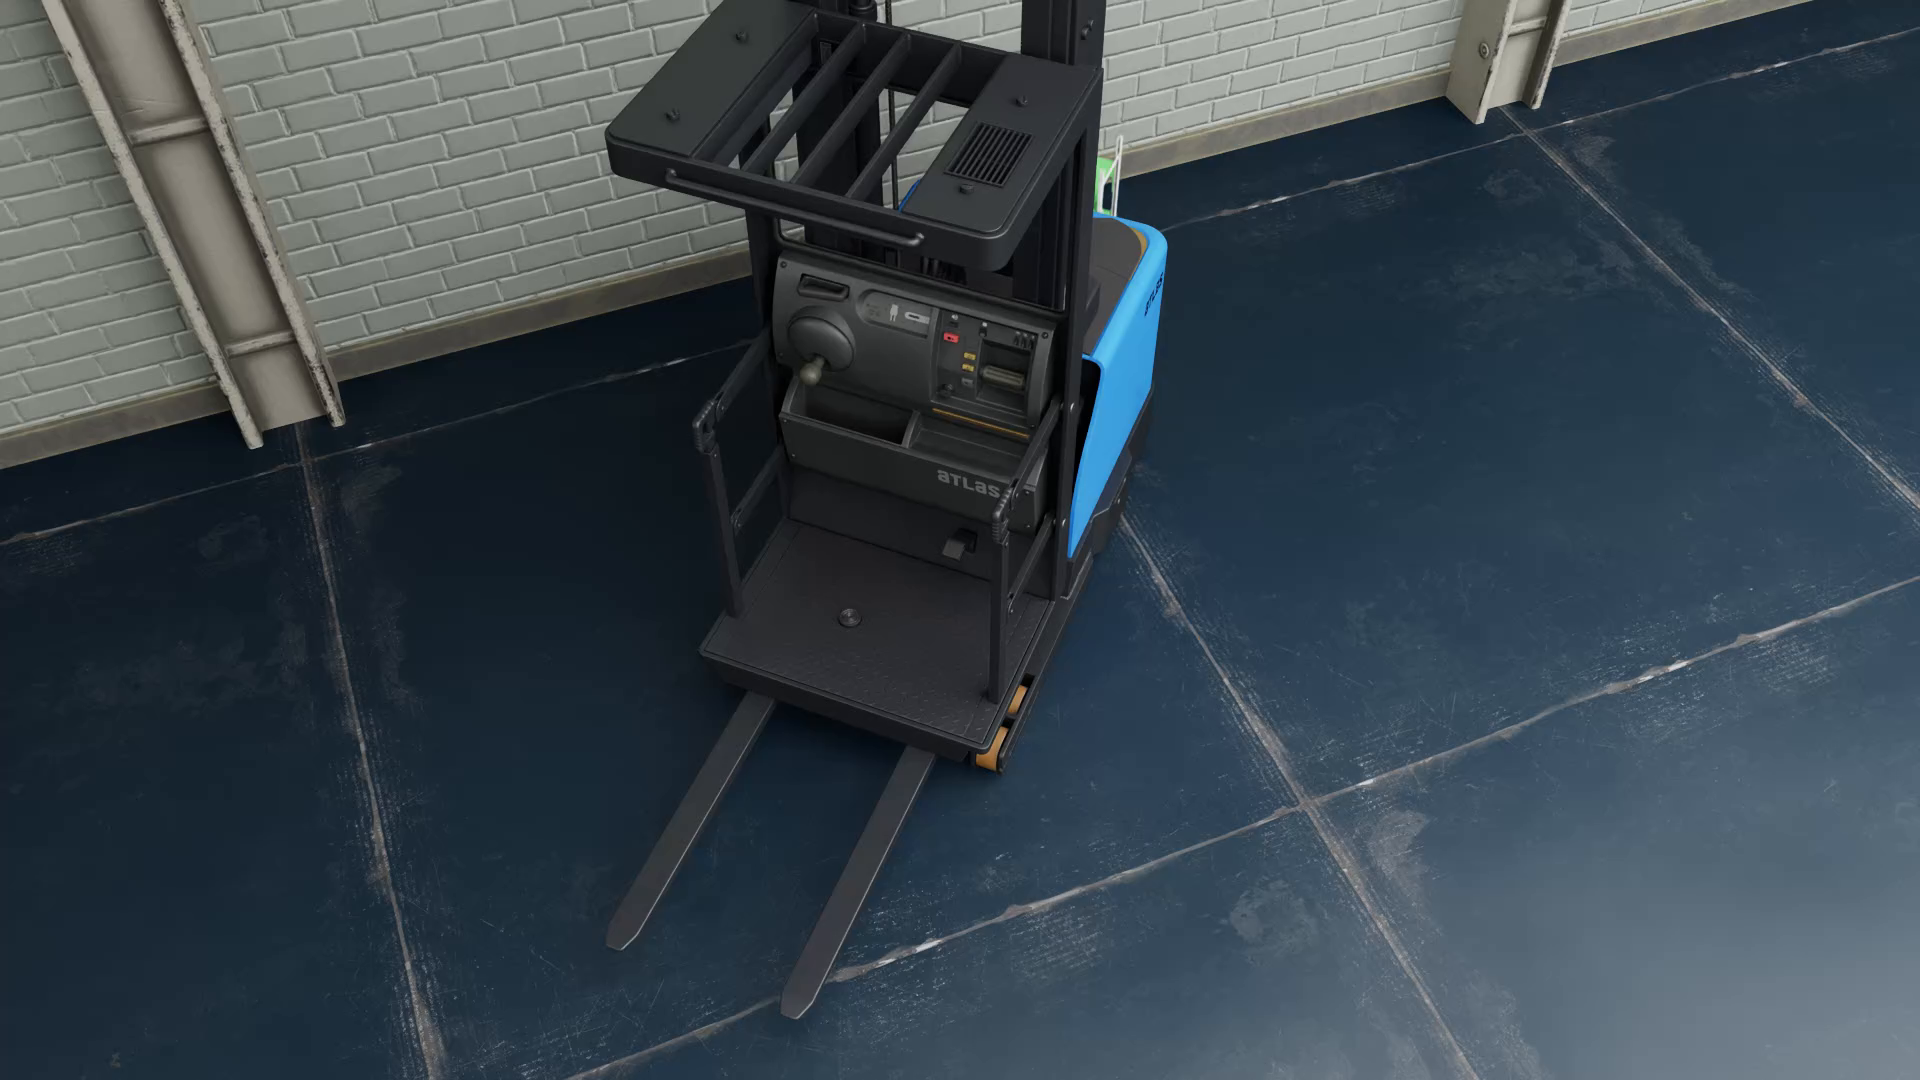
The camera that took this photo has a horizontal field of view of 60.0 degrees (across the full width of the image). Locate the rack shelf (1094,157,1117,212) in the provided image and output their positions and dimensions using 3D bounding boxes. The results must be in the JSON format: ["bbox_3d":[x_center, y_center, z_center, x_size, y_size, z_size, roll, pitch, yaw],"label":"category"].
[{"bbox_3d":[0.342,-1.402,6.455,0.480,0.148,0.258,17,51,14],"label":"rack shelf"}]

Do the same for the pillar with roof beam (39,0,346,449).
[{"bbox_3d":[-1.202,-0.449,1.045,0.400,9.000,9.100,-17,52,-14],"label":"pillar with roof beam"}]

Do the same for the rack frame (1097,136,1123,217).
[{"bbox_3d":[0.569,-1.063,6.713,0.015,1.200,0.240,17,51,14],"label":"rack frame"}]

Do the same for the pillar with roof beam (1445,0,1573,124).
[{"bbox_3d":[4.352,-2.170,2.523,0.400,9.000,9.100,-17,52,-14],"label":"pillar with roof beam"}]

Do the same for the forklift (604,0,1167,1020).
[{"bbox_3d":[-0.237,-0.512,5.098,1.130,2.935,3.031,17,51,14],"label":"forklift"}]

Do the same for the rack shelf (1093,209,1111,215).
[{"bbox_3d":[0.342,-1.246,6.637,0.480,0.148,0.258,17,51,14],"label":"rack shelf"}]

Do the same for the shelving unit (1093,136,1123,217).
[{"bbox_3d":[0.342,-1.131,6.771,0.503,1.200,0.258,17,51,14],"label":"shelving unit"}]
